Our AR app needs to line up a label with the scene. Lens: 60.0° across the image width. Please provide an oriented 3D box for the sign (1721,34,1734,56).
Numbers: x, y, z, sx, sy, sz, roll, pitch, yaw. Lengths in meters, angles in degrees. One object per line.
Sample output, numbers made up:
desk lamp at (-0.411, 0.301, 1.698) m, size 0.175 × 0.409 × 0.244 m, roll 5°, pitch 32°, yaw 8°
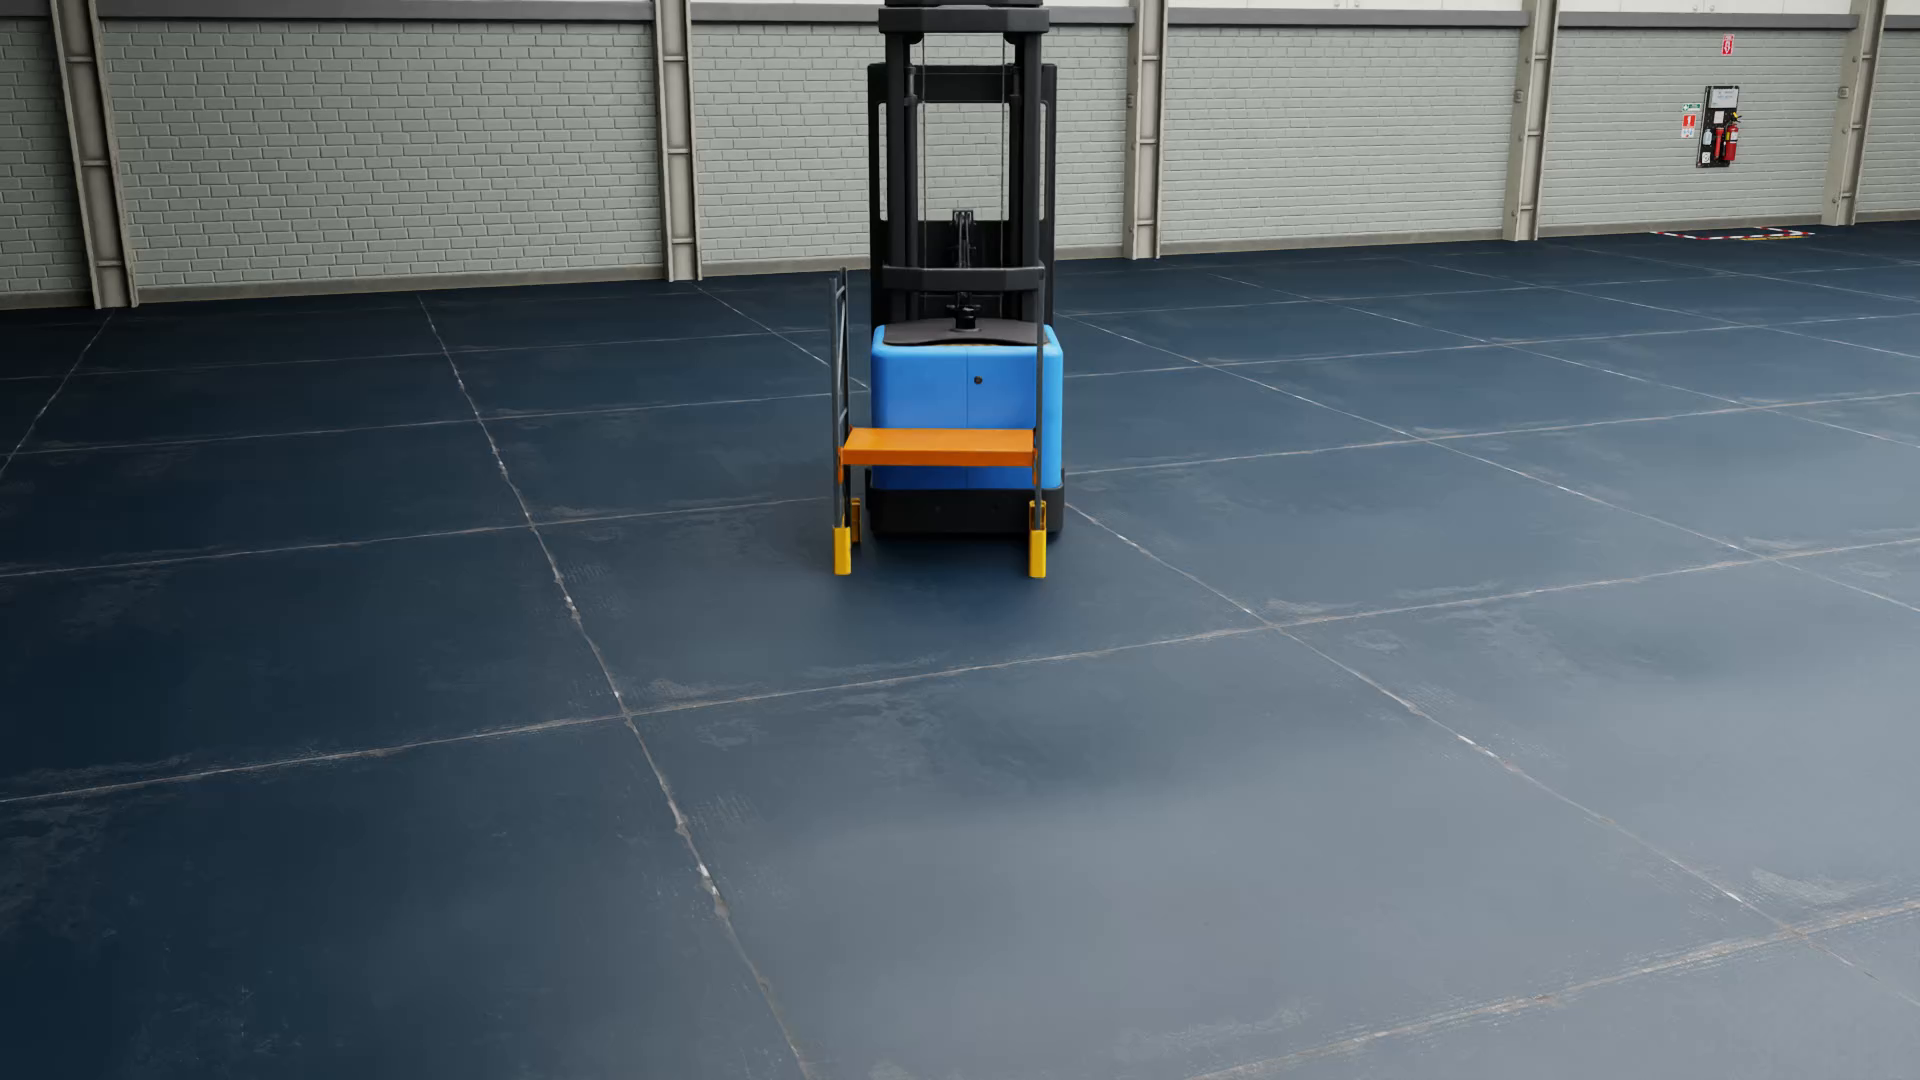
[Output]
sign at (11.190, -7.217, 24.237) m, size 0.199 × 0.298 × 0.001 m, roll -6°, pitch 17°, yaw -20°

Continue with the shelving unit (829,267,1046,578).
shelving unit at (-0.094, -0.614, 8.528) m, size 1.083 × 1.500 × 0.587 m, roll 1°, pitch 16°, yaw 3°

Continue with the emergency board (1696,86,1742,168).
emergency board at (11.233, -6.080, 24.477) m, size 0.643 × 1.169 × 0.194 m, roll -6°, pitch 17°, yaw -20°

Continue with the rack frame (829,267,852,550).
rack frame at (-0.611, -0.621, 8.551) m, size 0.032 × 1.500 × 0.500 m, roll 1°, pitch 16°, yaw 3°

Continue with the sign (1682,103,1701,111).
sign at (10.687, -6.320, 24.294) m, size 0.331 × 0.109 × 0.001 m, roll -6°, pitch 17°, yaw -20°

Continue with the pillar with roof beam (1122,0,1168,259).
pillar with roof beam at (3.889, -6.855, 16.469) m, size 0.400 × 9.000 × 9.100 m, roll -6°, pitch 17°, yaw -20°

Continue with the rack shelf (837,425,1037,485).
rack shelf at (-0.103, -0.442, 8.579) m, size 1.000 × 0.185 × 0.538 m, roll 1°, pitch 16°, yaw 3°

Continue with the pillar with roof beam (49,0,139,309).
pillar with roof beam at (-7.316, -5.645, 12.349) m, size 0.400 × 9.000 × 9.100 m, roll -6°, pitch 17°, yaw -20°

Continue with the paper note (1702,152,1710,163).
paper note at (11.043, -5.657, 24.603) m, size 0.142 × 0.148 × 0.016 m, roll -6°, pitch 17°, yaw -20°

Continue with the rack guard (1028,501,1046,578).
rack guard at (0.403, -0.008, 8.682) m, size 0.087 × 0.250 × 0.587 m, roll 1°, pitch 16°, yaw 3°

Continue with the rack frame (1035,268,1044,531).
rack frame at (0.405, -0.608, 8.506) m, size 0.032 × 1.500 × 0.500 m, roll 1°, pitch 16°, yaw 3°

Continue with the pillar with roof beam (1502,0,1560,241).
pillar with roof beam at (9.492, -7.460, 18.529) m, size 0.400 × 9.000 × 9.100 m, roll -6°, pitch 17°, yaw -20°

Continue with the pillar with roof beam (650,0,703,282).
pillar with roof beam at (-1.713, -6.250, 14.409) m, size 0.400 × 9.000 × 9.100 m, roll -6°, pitch 17°, yaw -20°

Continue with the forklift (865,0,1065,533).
forklift at (0.006, -1.802, 10.034) m, size 1.130 × 2.935 × 3.031 m, roll 0°, pitch 16°, yaw -1°

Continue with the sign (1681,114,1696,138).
sign at (10.680, -6.068, 24.375) m, size 0.234 × 0.329 × 0.001 m, roll -6°, pitch 17°, yaw -20°

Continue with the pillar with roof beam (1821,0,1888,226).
pillar with roof beam at (15.095, -8.064, 20.589) m, size 0.400 × 9.000 × 9.100 m, roll -6°, pitch 17°, yaw -20°

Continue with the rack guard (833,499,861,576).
rack guard at (-0.592, -0.021, 8.726) m, size 0.087 × 0.250 × 0.587 m, roll 1°, pitch 16°, yaw 3°
